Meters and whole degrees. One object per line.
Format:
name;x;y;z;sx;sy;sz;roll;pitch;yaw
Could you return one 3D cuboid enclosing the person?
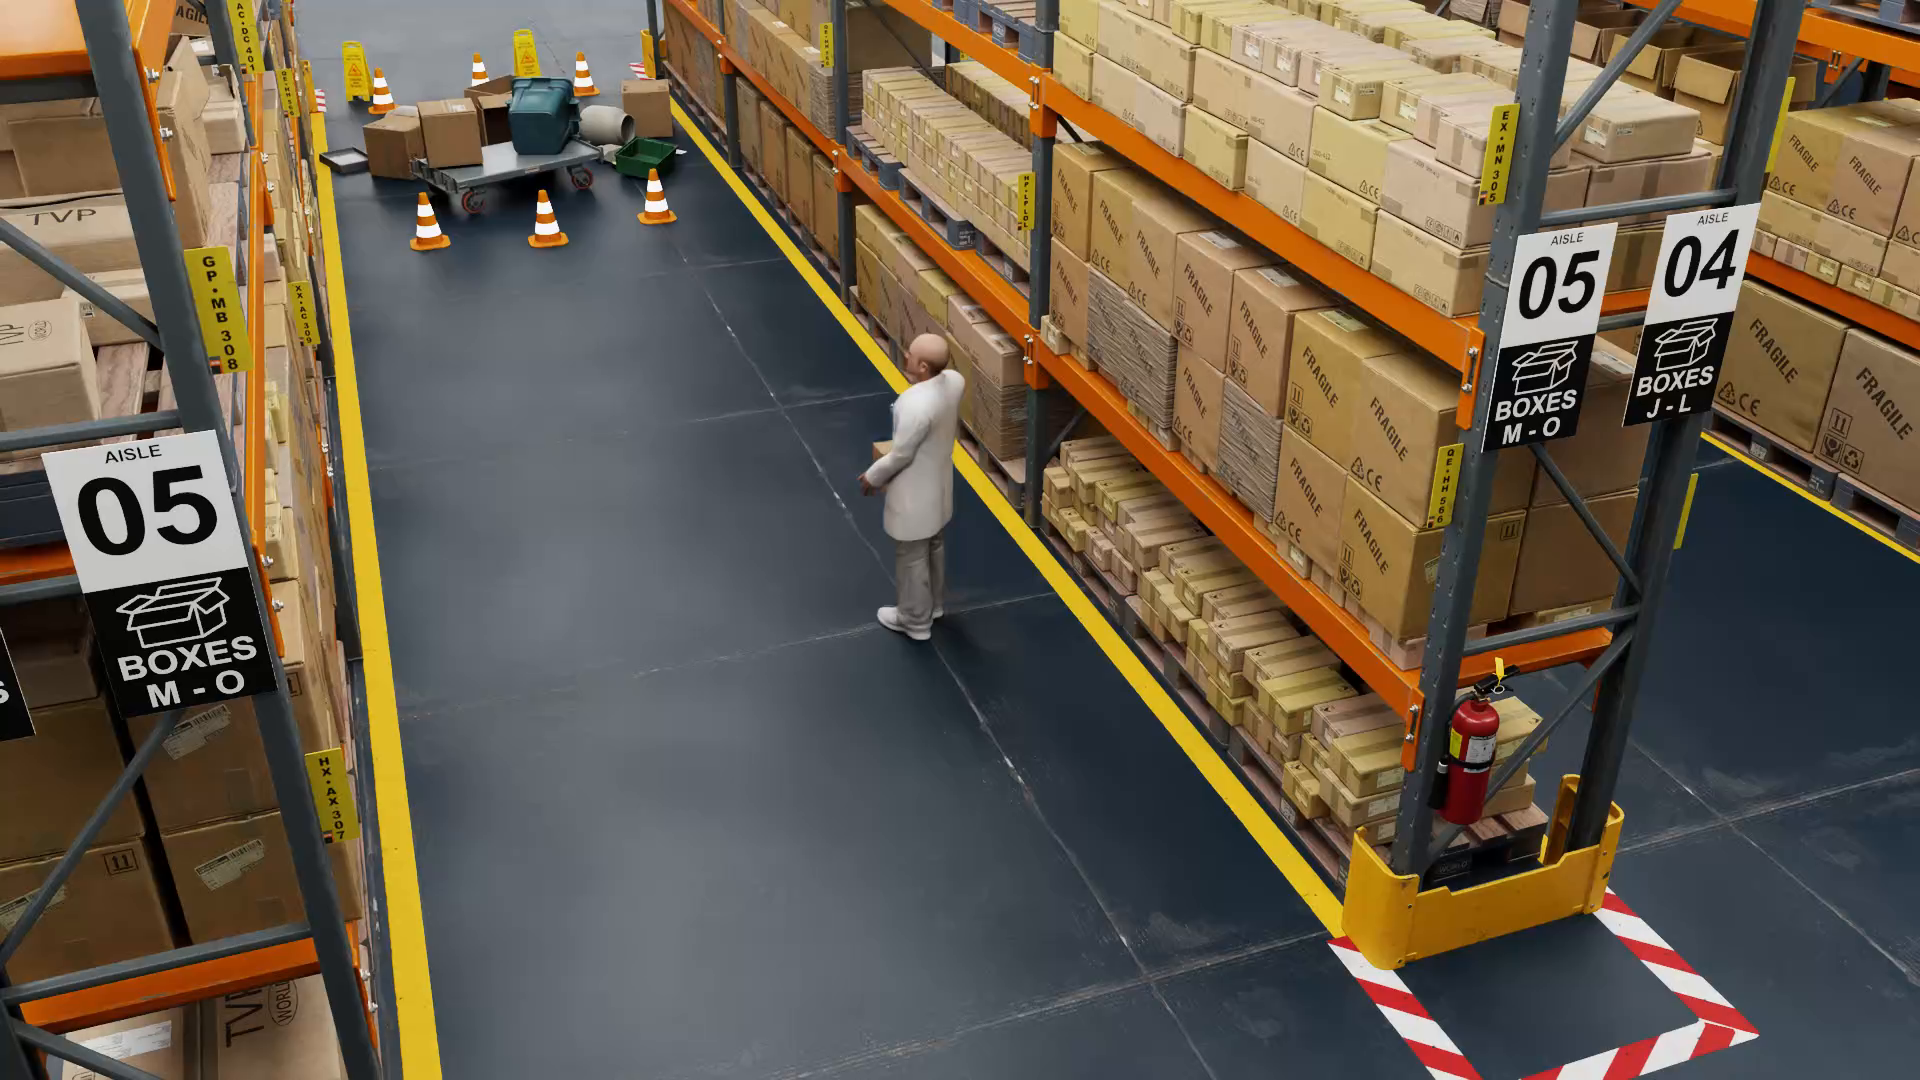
person;-0.258;-0.307;8.893;0.495;1.785;0.618;13;32;22
